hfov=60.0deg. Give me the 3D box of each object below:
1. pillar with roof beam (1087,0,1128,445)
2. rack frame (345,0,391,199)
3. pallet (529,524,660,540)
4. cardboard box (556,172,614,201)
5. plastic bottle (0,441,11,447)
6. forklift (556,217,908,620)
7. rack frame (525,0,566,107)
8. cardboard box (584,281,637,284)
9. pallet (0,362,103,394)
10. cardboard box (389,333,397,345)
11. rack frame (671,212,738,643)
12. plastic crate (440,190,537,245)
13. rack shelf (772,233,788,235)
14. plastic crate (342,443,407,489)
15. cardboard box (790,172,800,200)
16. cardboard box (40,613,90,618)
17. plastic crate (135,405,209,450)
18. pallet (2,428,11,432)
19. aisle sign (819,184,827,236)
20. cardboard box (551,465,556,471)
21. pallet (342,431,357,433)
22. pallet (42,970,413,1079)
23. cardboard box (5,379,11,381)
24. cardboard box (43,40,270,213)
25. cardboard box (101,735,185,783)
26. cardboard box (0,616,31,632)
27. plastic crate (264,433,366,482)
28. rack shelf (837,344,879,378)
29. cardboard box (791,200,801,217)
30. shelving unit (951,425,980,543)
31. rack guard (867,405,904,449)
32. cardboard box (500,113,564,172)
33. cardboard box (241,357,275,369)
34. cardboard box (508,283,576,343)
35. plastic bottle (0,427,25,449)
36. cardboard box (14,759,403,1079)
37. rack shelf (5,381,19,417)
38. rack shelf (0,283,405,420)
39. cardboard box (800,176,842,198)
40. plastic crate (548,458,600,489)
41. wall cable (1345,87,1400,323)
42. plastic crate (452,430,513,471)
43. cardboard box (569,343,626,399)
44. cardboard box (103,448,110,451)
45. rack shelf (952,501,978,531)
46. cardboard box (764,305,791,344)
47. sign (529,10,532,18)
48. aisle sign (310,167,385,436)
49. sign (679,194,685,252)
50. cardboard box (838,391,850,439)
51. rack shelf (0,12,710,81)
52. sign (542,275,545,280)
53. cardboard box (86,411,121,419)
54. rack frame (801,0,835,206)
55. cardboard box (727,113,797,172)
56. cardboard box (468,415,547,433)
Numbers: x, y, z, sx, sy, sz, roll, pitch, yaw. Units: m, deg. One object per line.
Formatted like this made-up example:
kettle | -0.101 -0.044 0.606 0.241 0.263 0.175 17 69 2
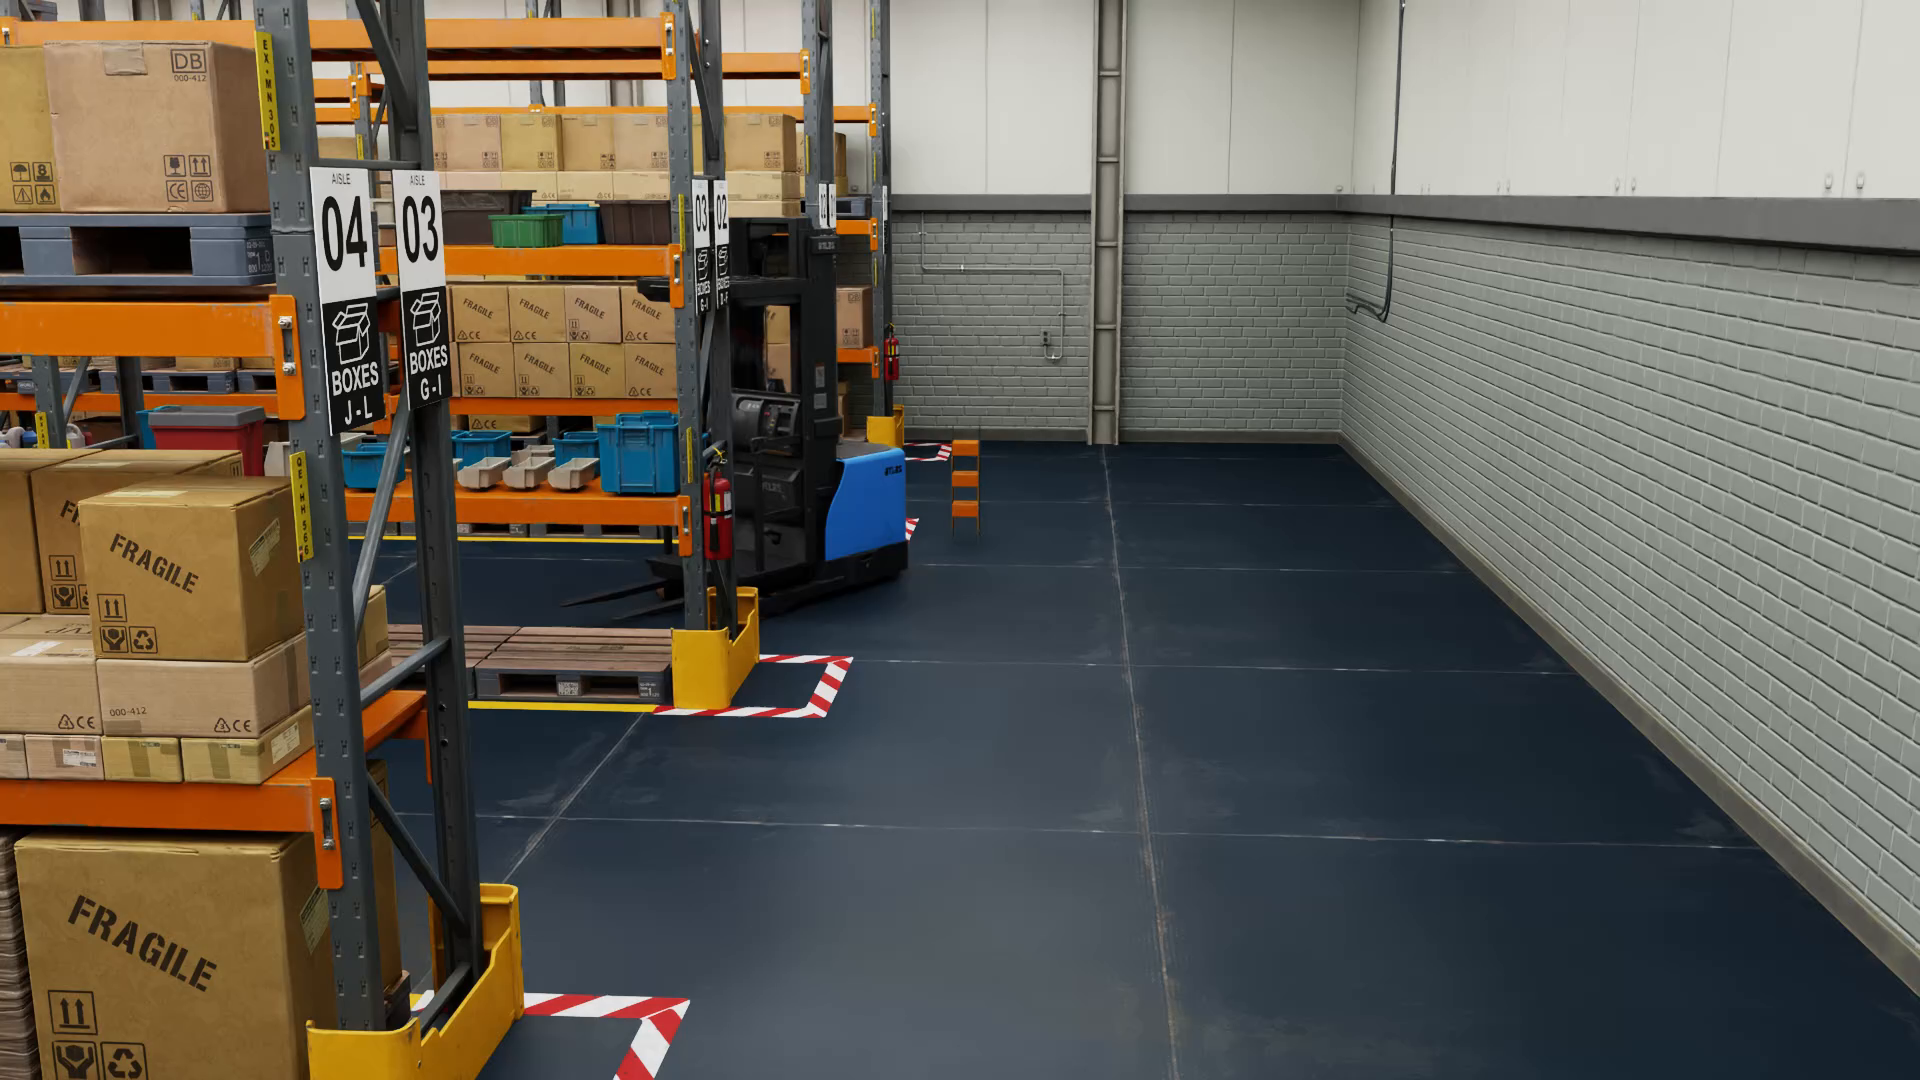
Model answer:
pillar with roof beam | 1.531 -4.761 16.030 0.400 9.000 9.100 1 12 4
rack frame | -5.251 -4.543 14.990 0.127 3.000 1.000 1 12 4
pallet | -3.346 -0.216 15.767 1.213 0.211 1.003 1 12 4
cardboard box | -3.287 -3.166 14.879 0.500 0.250 0.500 1 12 4
plastic bottle | -6.377 -0.561 11.090 0.097 0.201 0.097 0 12 0
forklift | -1.723 -0.956 12.660 1.130 2.935 3.031 9 15 36
rack frame | -4.924 -5.555 19.828 0.127 3.000 1.000 1 12 4
cardboard box | -3.213 -2.170 15.613 0.500 0.500 0.500 1 12 3
pallet | -8.562 -1.572 15.910 1.003 0.211 1.213 1 12 4
cardboard box | -6.809 -2.485 20.366 0.250 0.149 0.380 1 12 6
rack frame | -1.595 -0.540 10.505 0.127 3.000 1.000 1 12 4
plastic crate | -3.101 -2.055 10.573 0.767 0.338 0.504 1 12 4
rack shelf | -3.256 -2.695 15.240 4.000 0.370 1.077 1 12 4
plastic crate | -3.661 -0.463 10.400 0.300 0.233 0.416 1 12 4
cardboard box | -1.756 -3.252 15.287 0.500 0.250 0.500 1 12 4
cardboard box | -2.906 0.332 5.976 0.500 0.250 0.500 1 12 3
plastic crate | -5.098 -0.680 11.065 0.575 0.384 0.392 1 12 4
pallet | -12.129 -1.353 21.202 1.213 0.211 1.003 1 12 4
aisle sign | -1.213 -2.761 14.773 0.004 0.787 0.394 1 12 4
cardboard box | -3.916 -0.546 16.025 0.500 0.311 0.500 1 12 4
pallet | -8.134 -1.282 20.864 1.213 0.211 1.003 1 12 4
pallet | -2.729 1.842 5.929 1.213 0.211 1.003 1 12 4
cardboard box | -11.731 -2.075 21.042 0.500 0.250 0.500 1 12 3
cardboard box | -2.448 -1.296 5.279 0.500 0.500 0.700 0 12 0
cardboard box | -2.563 0.654 5.411 0.250 0.149 0.380 1 12 4
cardboard box | -3.441 0.433 5.492 0.500 0.250 0.500 0 12 2
plastic crate | -4.075 -0.508 10.493 0.530 0.282 0.437 1 12 4
rack shelf | -2.929 -2.239 20.385 4.000 0.370 1.077 1 12 4
cardboard box | -1.756 -3.006 15.333 0.500 0.250 0.500 1 12 4
shelving unit | 0.053 -0.513 15.139 0.252 1.050 0.215 1 12 4
rack guard | -0.909 -1.340 20.435 0.348 0.500 1.175 1 12 4
cardboard box | -3.775 -3.573 14.992 0.500 0.500 0.700 1 12 4
cardboard box | -6.400 -1.910 15.783 0.500 0.500 0.700 3 12 13
cardboard box | -3.772 -2.067 15.119 0.500 0.500 0.500 0 12 2
plastic bottle | -6.388 -0.623 11.206 0.135 0.276 0.152 1 12 4
cardboard box | -2.570 1.314 5.806 0.875 0.875 0.875 1 12 4
rack shelf | -11.238 -1.337 16.070 4.000 0.370 1.077 1 12 4
rack shelf | -3.922 -0.672 5.565 4.000 0.370 1.077 1 12 4
cardboard box | -1.682 -4.169 19.624 0.500 0.250 0.500 1 12 5
plastic crate | -2.421 -0.414 10.403 0.243 0.136 0.396 1 12 4
wall cable | 4.686 -3.830 19.165 0.112 2.526 3.097 1 12 4
plastic crate | -3.133 -0.576 10.940 0.300 0.233 0.416 1 12 4
cardboard box | -3.244 -1.573 15.197 0.500 0.500 0.500 1 12 3
cardboard box | -8.285 -0.582 15.739 0.500 0.500 0.500 0 12 2
rack shelf | 0.053 -0.231 15.198 0.240 0.259 0.215 1 12 4
cardboard box | -1.723 -2.040 14.991 0.500 0.500 0.500 1 12 3
sign | -4.949 -5.940 19.194 0.005 0.325 0.100 1 12 4
aisle sign | -1.874 -0.738 5.104 0.004 0.787 0.394 1 12 4
sign | -1.616 -1.844 9.671 0.005 0.325 0.100 1 12 4
cardboard box | -1.638 -1.535 20.342 0.500 0.500 0.700 1 12 4
rack shelf | -3.591 -2.956 10.136 4.000 0.370 1.077 1 12 4
sign | -4.951 -3.036 19.801 0.005 0.325 0.100 1 12 4
cardboard box | -10.641 -1.696 21.063 0.500 0.500 0.700 1 12 3
rack frame | -1.260 -4.488 14.728 0.127 3.000 1.000 1 12 4
cardboard box | -1.774 -3.562 14.941 0.500 0.500 0.700 1 12 4
cardboard box | -5.581 -1.754 20.535 0.750 0.750 0.750 1 12 4
